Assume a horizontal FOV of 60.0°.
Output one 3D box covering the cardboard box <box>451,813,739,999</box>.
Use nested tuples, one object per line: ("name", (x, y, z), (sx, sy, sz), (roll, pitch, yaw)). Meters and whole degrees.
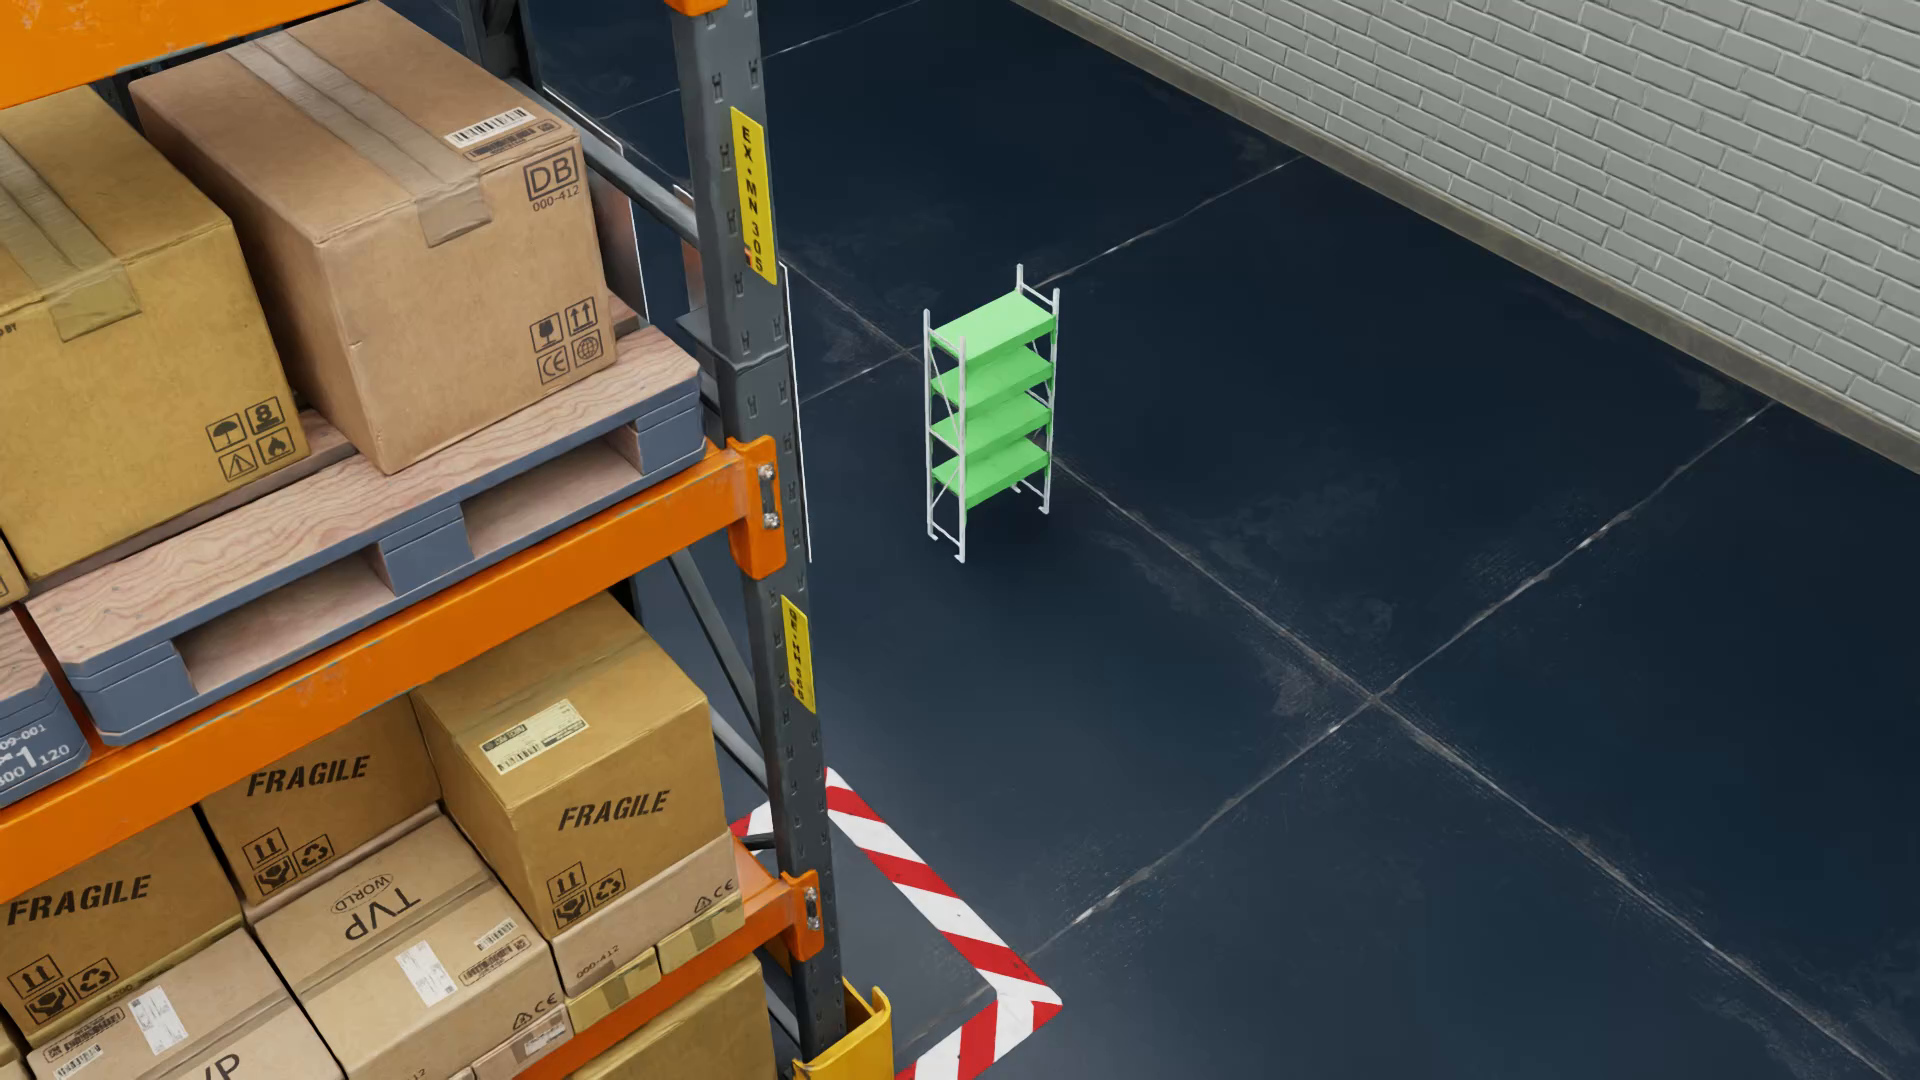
("cardboard box", (-0.910, 0.780, 4.174), (0.500, 0.250, 0.500), (-31, 51, -28))

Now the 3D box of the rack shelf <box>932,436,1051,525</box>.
("rack shelf", (0.127, -0.289, 7.178), (0.480, 0.148, 0.258), (-30, 51, -28))

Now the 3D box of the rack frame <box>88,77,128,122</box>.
("rack frame", (-3.887, -2.119, 7.369), (0.127, 3.000, 1.000), (-30, 51, -28))

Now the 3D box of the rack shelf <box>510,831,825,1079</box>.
("rack shelf", (-2.243, 1.622, 3.911), (4.000, 0.370, 1.077), (-30, 51, -28))

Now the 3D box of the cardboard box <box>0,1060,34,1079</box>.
("cardboard box", (-2.087, 1.457, 3.453), (0.500, 0.250, 0.500), (-30, 51, -28))

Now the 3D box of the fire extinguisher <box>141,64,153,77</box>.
("fire extinguisher", (-3.479, -1.783, 7.340), (0.183, 0.674, 0.296), (-30, 51, -28))

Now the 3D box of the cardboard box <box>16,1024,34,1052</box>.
("cardboard box", (-2.372, 1.232, 3.984), (0.250, 0.149, 0.380), (-31, 51, -29))

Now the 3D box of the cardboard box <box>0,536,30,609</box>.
("cardboard box", (-1.948, -0.145, 2.623), (0.500, 0.500, 0.700), (-33, 52, -30))

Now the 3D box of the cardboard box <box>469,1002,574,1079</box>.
("cardboard box", (-1.163, 1.128, 4.095), (0.250, 0.149, 0.380), (-30, 51, -28))

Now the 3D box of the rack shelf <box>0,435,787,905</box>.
("rack shelf", (-2.243, 0.529, 2.884), (4.000, 0.370, 1.077), (-30, 51, -28))

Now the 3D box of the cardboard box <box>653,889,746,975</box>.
("cardboard box", (-0.771, 0.902, 4.335), (0.250, 0.149, 0.380), (-29, 50, -27))

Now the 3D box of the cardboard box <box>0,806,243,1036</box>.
("cardboard box", (-2.027, 0.674, 3.740), (0.500, 0.500, 0.500), (-31, 51, -29))

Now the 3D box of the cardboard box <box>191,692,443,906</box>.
("cardboard box", (-1.634, 0.443, 3.985), (0.500, 0.500, 0.500), (-31, 51, -29))

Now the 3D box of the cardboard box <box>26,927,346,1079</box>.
("cardboard box", (-1.690, 1.226, 3.699), (0.500, 0.250, 0.500), (-32, 52, -29))

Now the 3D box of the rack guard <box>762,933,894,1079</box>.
("rack guard", (-0.690, 1.382, 5.467), (0.348, 0.500, 1.175), (-30, 51, -28))

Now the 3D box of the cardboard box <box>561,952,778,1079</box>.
("cardboard box", (-1.149, 1.426, 4.839), (0.875, 0.875, 0.875), (-30, 51, -28))

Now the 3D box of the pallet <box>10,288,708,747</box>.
("pallet", (-1.271, -0.248, 3.250), (1.213, 0.211, 1.003), (-30, 51, -28))

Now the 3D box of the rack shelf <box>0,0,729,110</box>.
("rack shelf", (-2.243, -0.419, 1.994), (4.000, 0.370, 1.077), (-30, 51, -28))

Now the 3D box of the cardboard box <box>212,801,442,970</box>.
("cardboard box", (-1.645, 0.729, 4.229), (0.500, 0.250, 0.500), (-30, 51, -28))

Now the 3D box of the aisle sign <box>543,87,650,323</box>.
("aisle sign", (-0.846, -0.655, 3.911), (0.004, 0.787, 0.394), (-30, 51, -28))

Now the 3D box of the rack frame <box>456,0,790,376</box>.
("rack frame", (-0.709, -1.705, 2.546), (0.127, 3.000, 1.000), (-30, 51, -28))

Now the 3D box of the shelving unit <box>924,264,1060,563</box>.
("shelving unit", (0.127, -0.510, 6.970), (0.503, 1.200, 0.258), (-30, 51, -28))

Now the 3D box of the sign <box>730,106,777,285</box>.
("sign", (-0.371, -0.615, 2.987), (0.005, 0.325, 0.100), (-30, 51, -28))

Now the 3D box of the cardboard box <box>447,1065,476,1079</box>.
("cardboard box", (-1.355, 1.237, 3.979), (0.250, 0.149, 0.380), (-29, 50, -27))

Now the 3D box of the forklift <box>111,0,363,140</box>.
("forklift", (-3.372, -1.990, 7.281), (3.031, 2.935, 1.130), (15, 45, 16))

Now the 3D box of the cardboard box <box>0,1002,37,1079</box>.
("cardboard box", (-2.429, 1.179, 3.749), (0.500, 0.250, 0.500), (-31, 51, -29))

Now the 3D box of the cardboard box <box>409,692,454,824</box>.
("cardboard box", (-1.250, 0.497, 4.476), (0.500, 0.250, 0.500), (-31, 51, -29))

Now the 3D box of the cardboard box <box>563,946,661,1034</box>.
("cardboard box", (-0.969, 1.018, 4.213), (0.250, 0.149, 0.380), (-29, 51, -28))

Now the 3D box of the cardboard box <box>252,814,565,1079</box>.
("cardboard box", (-1.300, 1.002, 3.937), (0.500, 0.250, 0.500), (-31, 51, -29))

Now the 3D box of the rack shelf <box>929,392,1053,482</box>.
("rack shelf", (0.127, -0.463, 7.014), (0.480, 0.148, 0.258), (-30, 51, -28))

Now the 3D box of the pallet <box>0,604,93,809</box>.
("pallet", (-2.208, 0.291, 2.677), (1.213, 0.211, 1.003), (-30, 51, -28))

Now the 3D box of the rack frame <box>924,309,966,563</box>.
("rack frame", (-0.060, -0.403, 6.856), (0.015, 1.200, 0.240), (-30, 51, -28))

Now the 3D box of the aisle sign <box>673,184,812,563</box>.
("aisle sign", (-0.461, -0.340, 3.576), (0.004, 0.787, 0.394), (-30, 51, -28))

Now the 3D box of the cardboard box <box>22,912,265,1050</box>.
("cardboard box", (-2.033, 0.947, 3.996), (0.500, 0.250, 0.500), (-32, 52, -29))

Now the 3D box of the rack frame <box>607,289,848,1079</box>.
("rack frame", (-0.709, 0.482, 4.600), (0.127, 3.000, 1.000), (-30, 51, -28))

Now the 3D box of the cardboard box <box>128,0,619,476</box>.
("cardboard box", (-1.073, -0.581, 3.087), (0.500, 0.500, 0.700), (-33, 52, -30))

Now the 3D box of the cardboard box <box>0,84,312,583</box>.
("cardboard box", (-1.582, -0.397, 2.892), (0.500, 0.500, 0.700), (-32, 52, -29))

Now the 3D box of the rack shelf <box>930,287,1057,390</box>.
("rack shelf", (0.127, -0.813, 6.685), (0.480, 0.148, 0.258), (-30, 51, -28))

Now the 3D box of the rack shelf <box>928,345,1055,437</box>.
("rack shelf", (0.127, -0.638, 6.850), (0.480, 0.148, 0.258), (-30, 51, -28))

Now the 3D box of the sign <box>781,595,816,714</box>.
("sign", (-0.371, 0.264, 3.812), (0.005, 0.325, 0.100), (-30, 51, -28))

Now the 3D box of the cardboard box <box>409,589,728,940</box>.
("cardboard box", (-0.914, 0.506, 3.918), (0.500, 0.500, 0.500), (-29, 50, -27))

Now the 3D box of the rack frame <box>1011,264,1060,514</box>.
("rack frame", (0.314, -0.617, 7.084), (0.015, 1.200, 0.240), (-30, 51, -28))
